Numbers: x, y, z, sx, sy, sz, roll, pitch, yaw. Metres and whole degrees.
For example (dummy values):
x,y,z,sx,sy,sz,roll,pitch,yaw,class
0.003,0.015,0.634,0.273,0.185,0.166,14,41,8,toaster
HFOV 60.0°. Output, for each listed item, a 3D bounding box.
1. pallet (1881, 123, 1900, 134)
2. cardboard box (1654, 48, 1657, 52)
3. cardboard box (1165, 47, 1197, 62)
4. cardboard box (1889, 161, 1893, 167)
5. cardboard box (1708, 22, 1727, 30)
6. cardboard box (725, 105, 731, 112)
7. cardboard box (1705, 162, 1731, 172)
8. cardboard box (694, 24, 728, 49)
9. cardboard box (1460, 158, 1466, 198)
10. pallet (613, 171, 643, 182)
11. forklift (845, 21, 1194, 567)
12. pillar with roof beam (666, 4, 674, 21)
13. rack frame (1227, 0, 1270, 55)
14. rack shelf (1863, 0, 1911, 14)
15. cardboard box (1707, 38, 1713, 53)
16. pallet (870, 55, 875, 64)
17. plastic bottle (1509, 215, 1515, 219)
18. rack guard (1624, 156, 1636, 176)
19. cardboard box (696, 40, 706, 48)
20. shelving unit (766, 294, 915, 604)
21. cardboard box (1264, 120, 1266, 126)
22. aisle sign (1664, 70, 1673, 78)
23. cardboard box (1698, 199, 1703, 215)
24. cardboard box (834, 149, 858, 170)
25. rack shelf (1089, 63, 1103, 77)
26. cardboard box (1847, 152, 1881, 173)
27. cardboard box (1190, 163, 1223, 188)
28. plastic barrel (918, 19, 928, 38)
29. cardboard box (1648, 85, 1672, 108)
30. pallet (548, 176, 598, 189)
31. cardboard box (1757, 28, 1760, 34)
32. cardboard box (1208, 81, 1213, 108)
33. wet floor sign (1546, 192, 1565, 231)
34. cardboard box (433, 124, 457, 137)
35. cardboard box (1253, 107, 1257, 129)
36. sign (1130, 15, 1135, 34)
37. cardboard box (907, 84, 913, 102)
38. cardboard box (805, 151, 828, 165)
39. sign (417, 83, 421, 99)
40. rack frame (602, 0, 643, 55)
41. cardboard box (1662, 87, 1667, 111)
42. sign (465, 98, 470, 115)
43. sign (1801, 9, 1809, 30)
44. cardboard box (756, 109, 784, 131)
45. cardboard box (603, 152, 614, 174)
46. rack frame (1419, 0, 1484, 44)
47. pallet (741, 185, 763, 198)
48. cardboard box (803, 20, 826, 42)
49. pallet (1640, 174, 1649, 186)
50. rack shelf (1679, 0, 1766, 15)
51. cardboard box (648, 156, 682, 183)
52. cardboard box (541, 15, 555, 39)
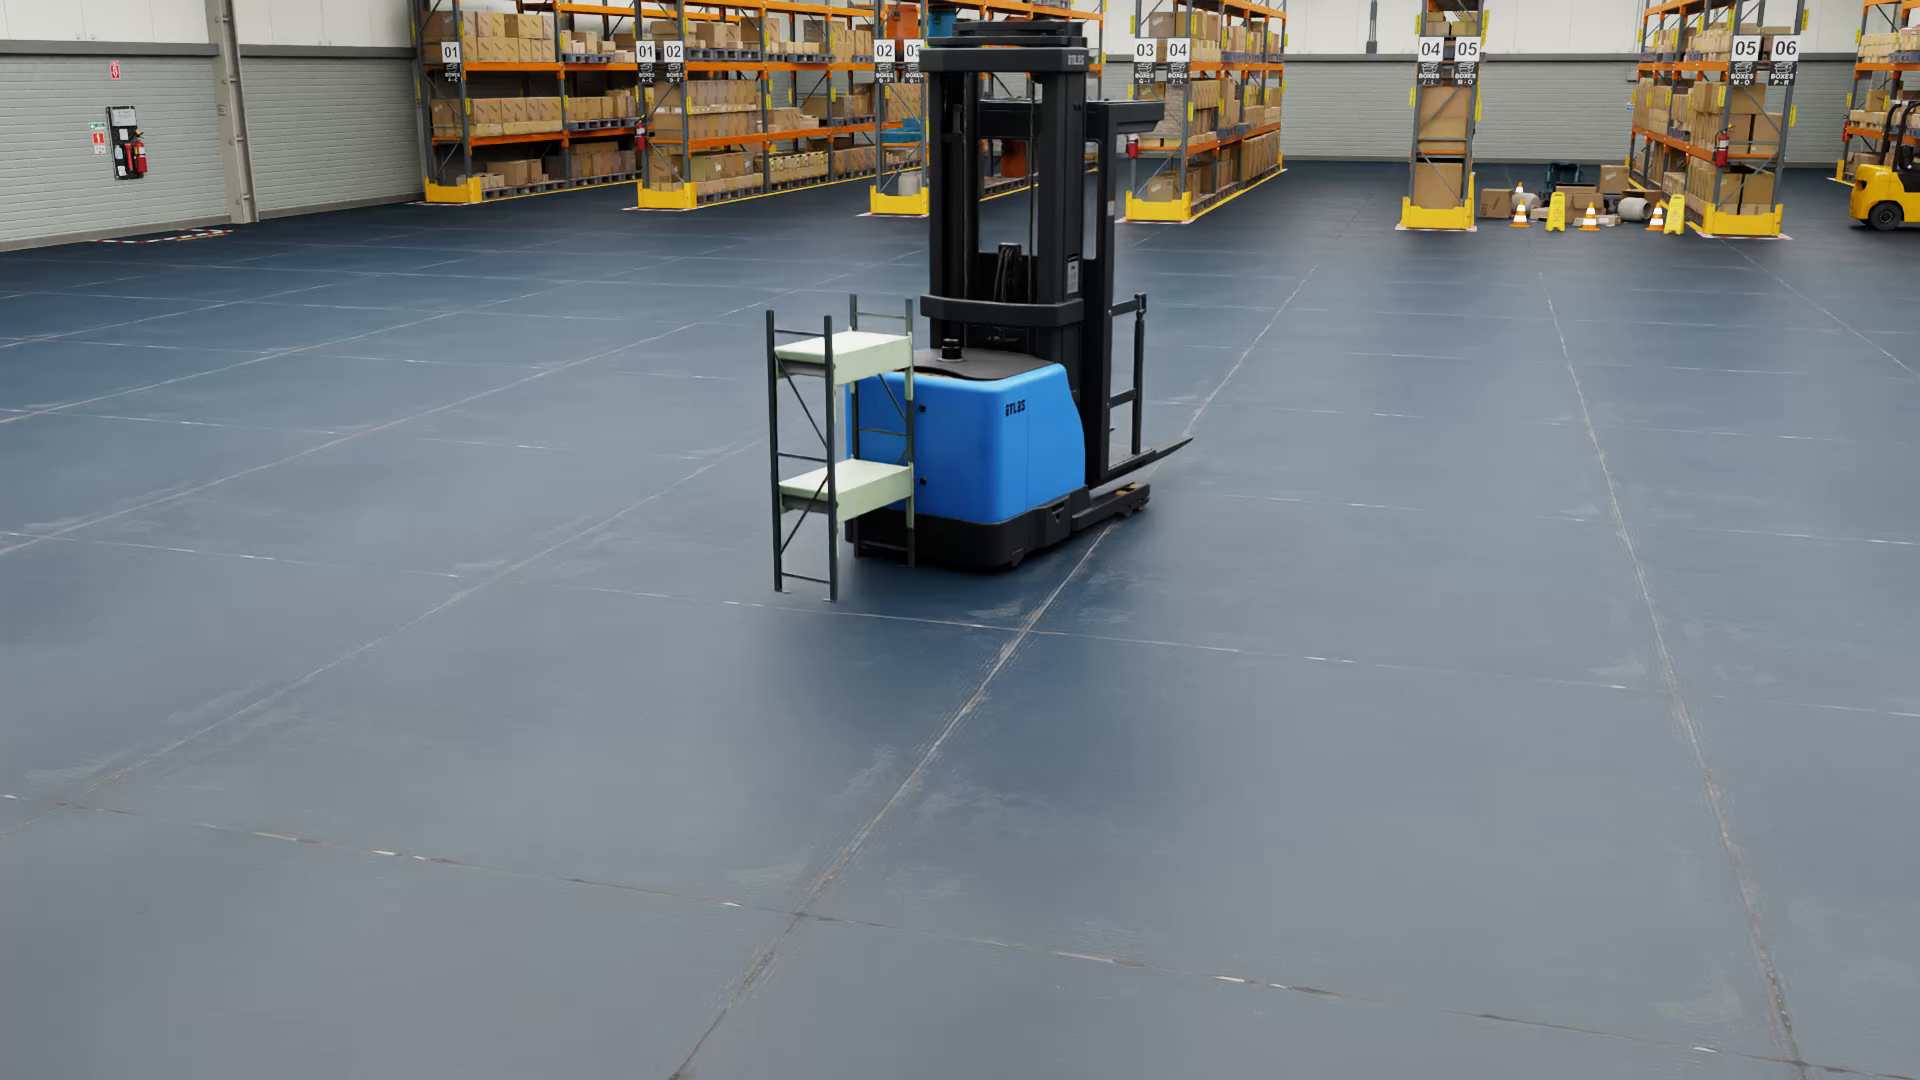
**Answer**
x,y,z,sx,sy,sz,roll,pitch,yaw,class
20.976,-9.052,36.598,1.003,0.211,1.213,5,16,16,pallet
16.422,-11.549,38.847,0.396,0.266,0.258,5,17,18,cardboard box
4.021,-8.835,30.258,0.500,0.250,0.500,5,17,18,cardboard box
20.812,-8.095,36.684,0.500,0.500,0.500,4,16,15,cardboard box
14.317,-9.611,31.309,0.500,0.250,0.500,5,17,17,cardboard box
-5.031,-9.044,34.847,0.380,0.149,0.250,5,17,18,cardboard box
13.155,-6.472,28.858,0.380,0.149,0.250,5,17,17,cardboard box
-5.313,-10.515,34.690,0.797,0.503,0.637,7,17,22,cardboard box
9.589,-7.282,33.360,1.050,0.750,0.750,5,16,16,cardboard box
-8.562,-9.057,41.375,1.003,0.211,1.213,5,16,16,pallet
0.542,-1.612,10.140,1.130,2.935,3.031,10,18,30,forklift
-3.704,-14.452,44.291,9.100,9.000,0.400,5,16,16,pillar with roof beam
7.046,-13.384,40.523,1.000,3.000,0.127,5,16,16,rack frame
21.876,-12.407,38.404,1.077,0.370,4.000,5,16,16,rack shelf
13.594,-8.790,29.556,0.500,0.250,0.500,5,17,16,cardboard box
-2.703,-12.454,43.088,1.213,0.211,1.003,5,16,16,pallet
10.352,-5.998,30.865,0.283,0.061,0.133,-1,16,-3,plastic bottle
17.691,-9.579,42.685,1.175,0.500,0.348,5,16,16,rack guard
-5.358,-10.013,33.571,0.380,0.149,0.250,5,16,16,cardboard box
-0.619,-0.506,8.863,0.431,1.500,0.755,10,18,30,shelving unit
7.449,-10.428,41.558,0.380,0.149,0.250,5,16,16,cardboard box
18.002,-12.021,41.949,0.394,0.787,0.004,5,16,16,aisle sign
13.264,-5.836,29.177,0.500,0.250,0.500,5,16,16,cardboard box
-2.893,-9.594,41.933,0.500,0.500,0.500,4,16,15,cardboard box
2.866,-12.502,44.230,1.077,0.370,4.000,5,16,16,rack shelf
22.180,-9.240,40.714,0.797,0.503,0.637,4,16,14,cardboard box
5.280,-7.842,35.755,0.700,0.500,0.500,3,16,11,cardboard box
-0.911,-9.786,32.221,0.600,0.588,0.600,0,16,0,plastic barrel
16.417,-10.403,38.993,0.500,0.500,0.500,4,16,15,cardboard box
-9.255,-8.419,39.125,1.003,0.211,1.213,5,16,16,pallet
13.742,-8.632,28.268,0.380,0.149,0.250,5,16,16,cardboard box
4.625,-8.676,32.359,0.500,0.500,0.500,5,16,16,cardboard box
10.253,-5.653,28.577,0.267,0.644,0.232,2,16,6,wet floor sign
-10.665,-8.585,34.838,0.500,0.250,0.500,5,17,17,cardboard box
6.739,-10.005,39.423,0.500,0.500,0.500,5,16,16,cardboard box
3.109,-9.275,29.913,0.100,0.325,0.005,5,16,16,sign
-1.609,-12.302,45.688,0.500,0.500,0.500,5,17,18,cardboard box
-3.500,-9.213,40.055,0.500,0.311,0.500,5,17,17,cardboard box
-11.138,-9.268,34.305,0.100,0.325,0.005,5,16,16,sign
-8.338,-13.489,40.896,1.000,3.000,0.127,5,16,16,rack frame
15.445,-9.502,35.817,0.500,0.500,0.500,5,17,17,cardboard box
-10.091,-8.885,34.070,0.100,0.325,0.005,5,16,16,sign
13.657,-8.411,26.887,0.100,0.325,0.005,5,16,16,sign
-4.341,-9.559,37.851,0.500,0.500,0.500,6,17,20,cardboard box
-8.865,-9.162,40.408,0.700,0.500,0.500,5,16,16,cardboard box
8.363,-9.833,28.005,1.000,3.000,0.127,5,16,16,rack frame
-4.990,-7.627,36.333,1.003,0.211,1.213,5,16,16,pallet
-3.458,-12.306,40.206,0.500,0.500,0.500,5,16,16,cardboard box
16.839,-8.580,39.693,1.003,0.211,1.213,5,16,16,pallet
14.842,-10.507,32.432,1.077,0.370,4.000,5,16,16,rack shelf
-5.994,-7.530,33.777,0.500,0.500,0.500,5,16,16,cardboard box
-9.357,-11.386,36.927,0.500,0.500,0.500,3,16,11,cardboard box
